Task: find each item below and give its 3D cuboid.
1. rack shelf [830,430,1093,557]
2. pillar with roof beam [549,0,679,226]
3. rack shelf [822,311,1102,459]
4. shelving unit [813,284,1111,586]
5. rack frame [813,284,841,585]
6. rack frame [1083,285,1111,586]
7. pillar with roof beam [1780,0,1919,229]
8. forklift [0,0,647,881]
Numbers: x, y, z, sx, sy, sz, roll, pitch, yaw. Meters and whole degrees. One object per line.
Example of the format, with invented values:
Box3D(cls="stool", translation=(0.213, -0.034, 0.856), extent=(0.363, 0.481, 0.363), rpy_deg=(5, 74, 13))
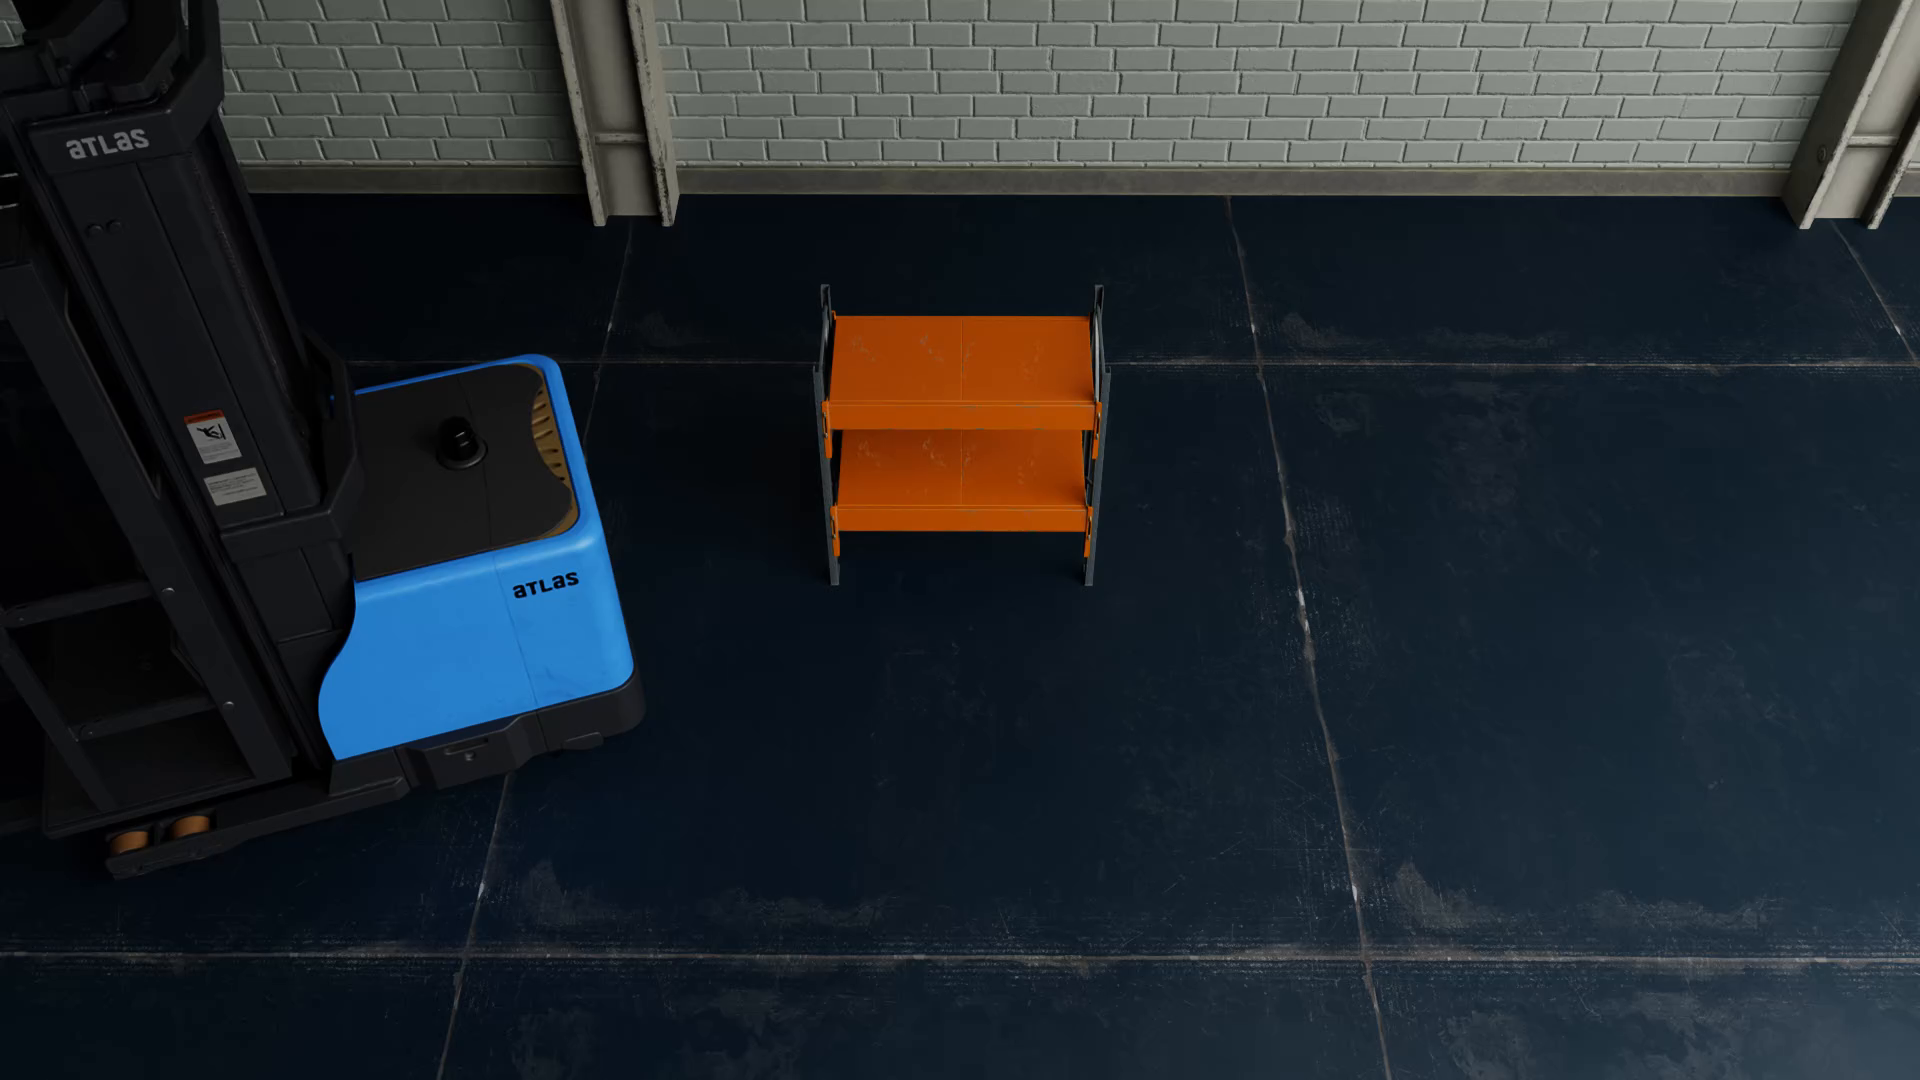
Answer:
Box3D(cls="rack shelf", translation=(0.007, -0.217, 6.598), extent=(1.000, 0.278, 0.538), rpy_deg=(0, 47, 0))
Box3D(cls="pillar with roof beam", translation=(-1.645, -1.592, 2.165), extent=(0.400, 9.000, 9.100), rpy_deg=(0, 47, 0))
Box3D(cls="rack shelf", translation=(0.007, -0.583, 6.205), extent=(1.000, 0.278, 0.538), rpy_deg=(0, 47, 0))
Box3D(cls="shelving unit", translation=(0.007, -0.383, 6.419), extent=(1.048, 1.125, 0.538), rpy_deg=(0, 47, 0))
Box3D(cls="rack frame", translation=(-0.502, -0.385, 6.420), extent=(0.032, 1.125, 0.500), rpy_deg=(0, 47, 0))
Box3D(cls="rack frame", translation=(0.515, -0.382, 6.418), extent=(0.032, 1.125, 0.500), rpy_deg=(0, 47, 0))
Box3D(cls="pillar with roof beam", translation=(4.355, -1.576, 2.150), extent=(0.400, 9.000, 9.100), rpy_deg=(0, 47, 0))
Box3D(cls="forklift", translation=(-2.733, -0.276, 5.086), extent=(3.031, 2.935, 1.130), rpy_deg=(-14, 49, -13))
